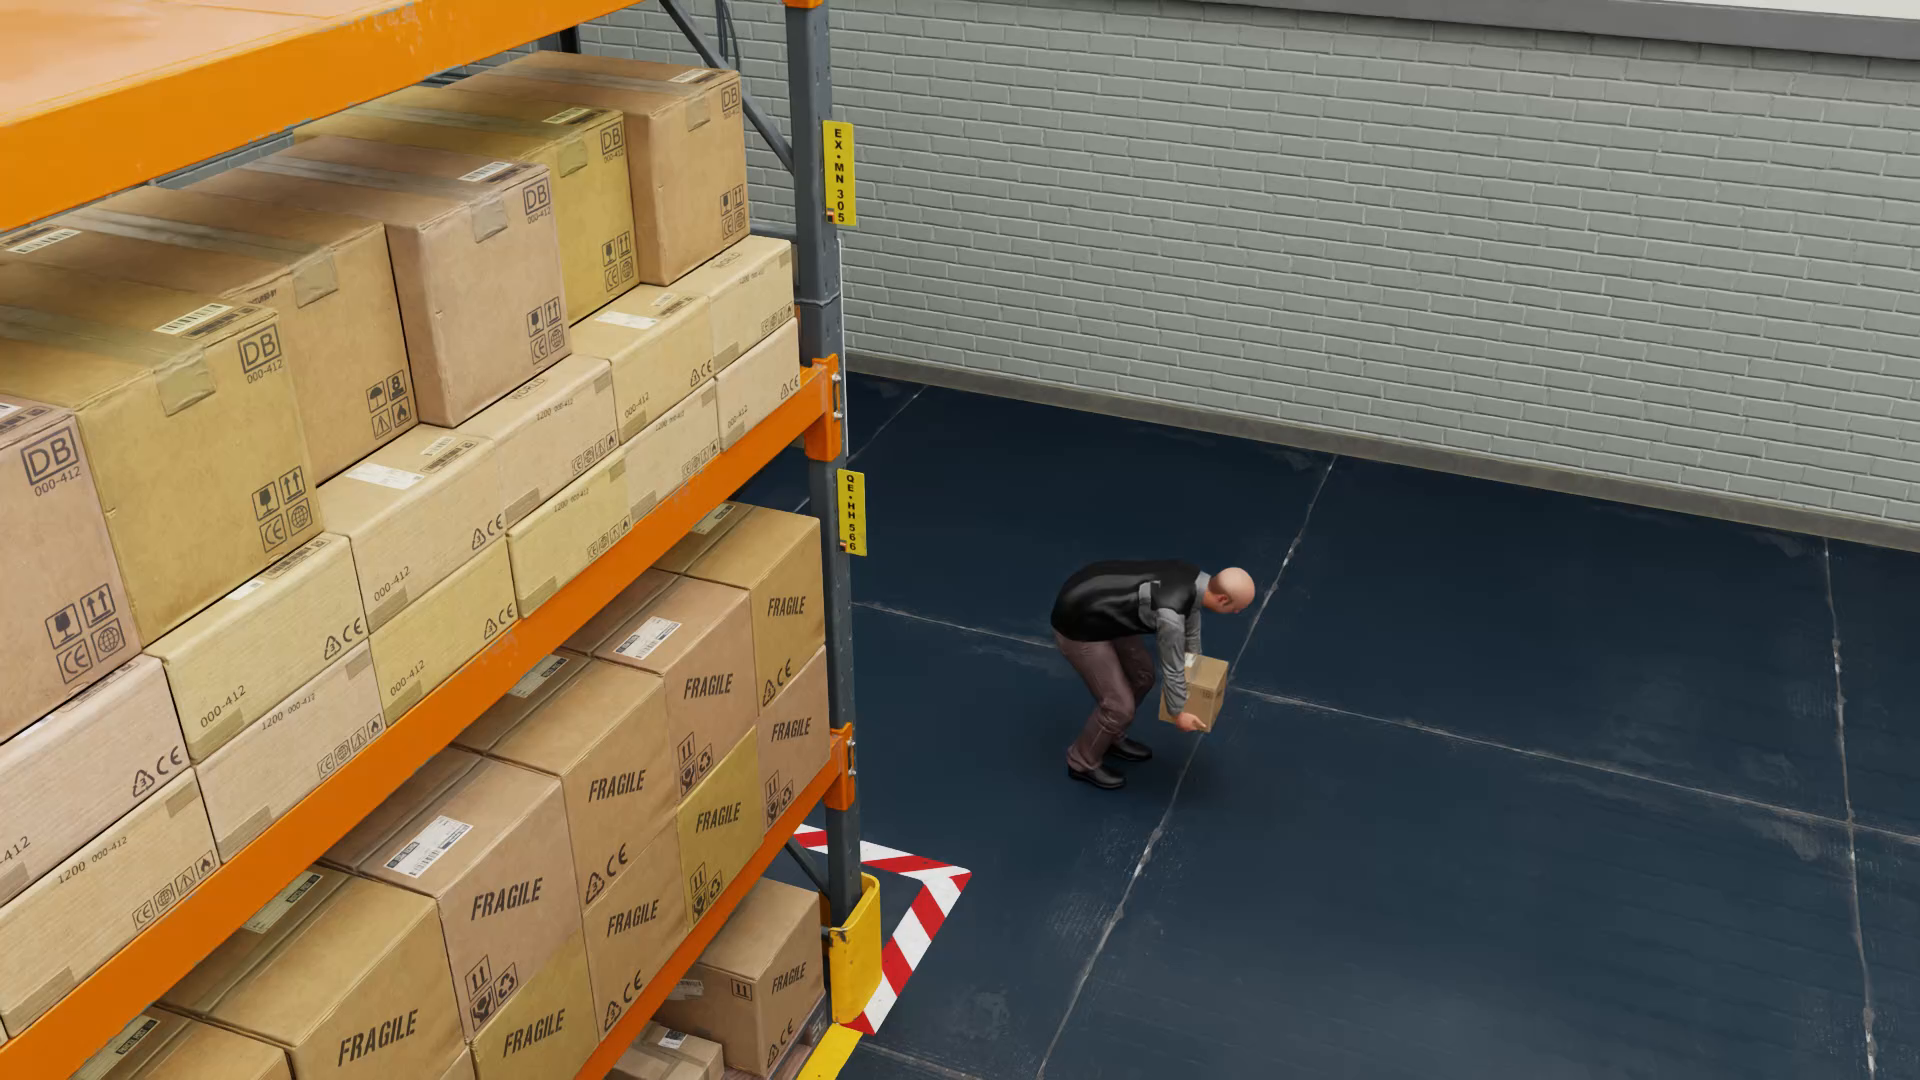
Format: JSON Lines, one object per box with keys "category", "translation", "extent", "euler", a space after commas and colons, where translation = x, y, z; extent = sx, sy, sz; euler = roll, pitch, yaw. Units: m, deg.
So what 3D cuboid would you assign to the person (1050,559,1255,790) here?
{"category": "person", "translation": [0.889, 0.608, 7.864], "extent": [0.925, 1.215, 0.478], "euler": [10, 31, 17]}
